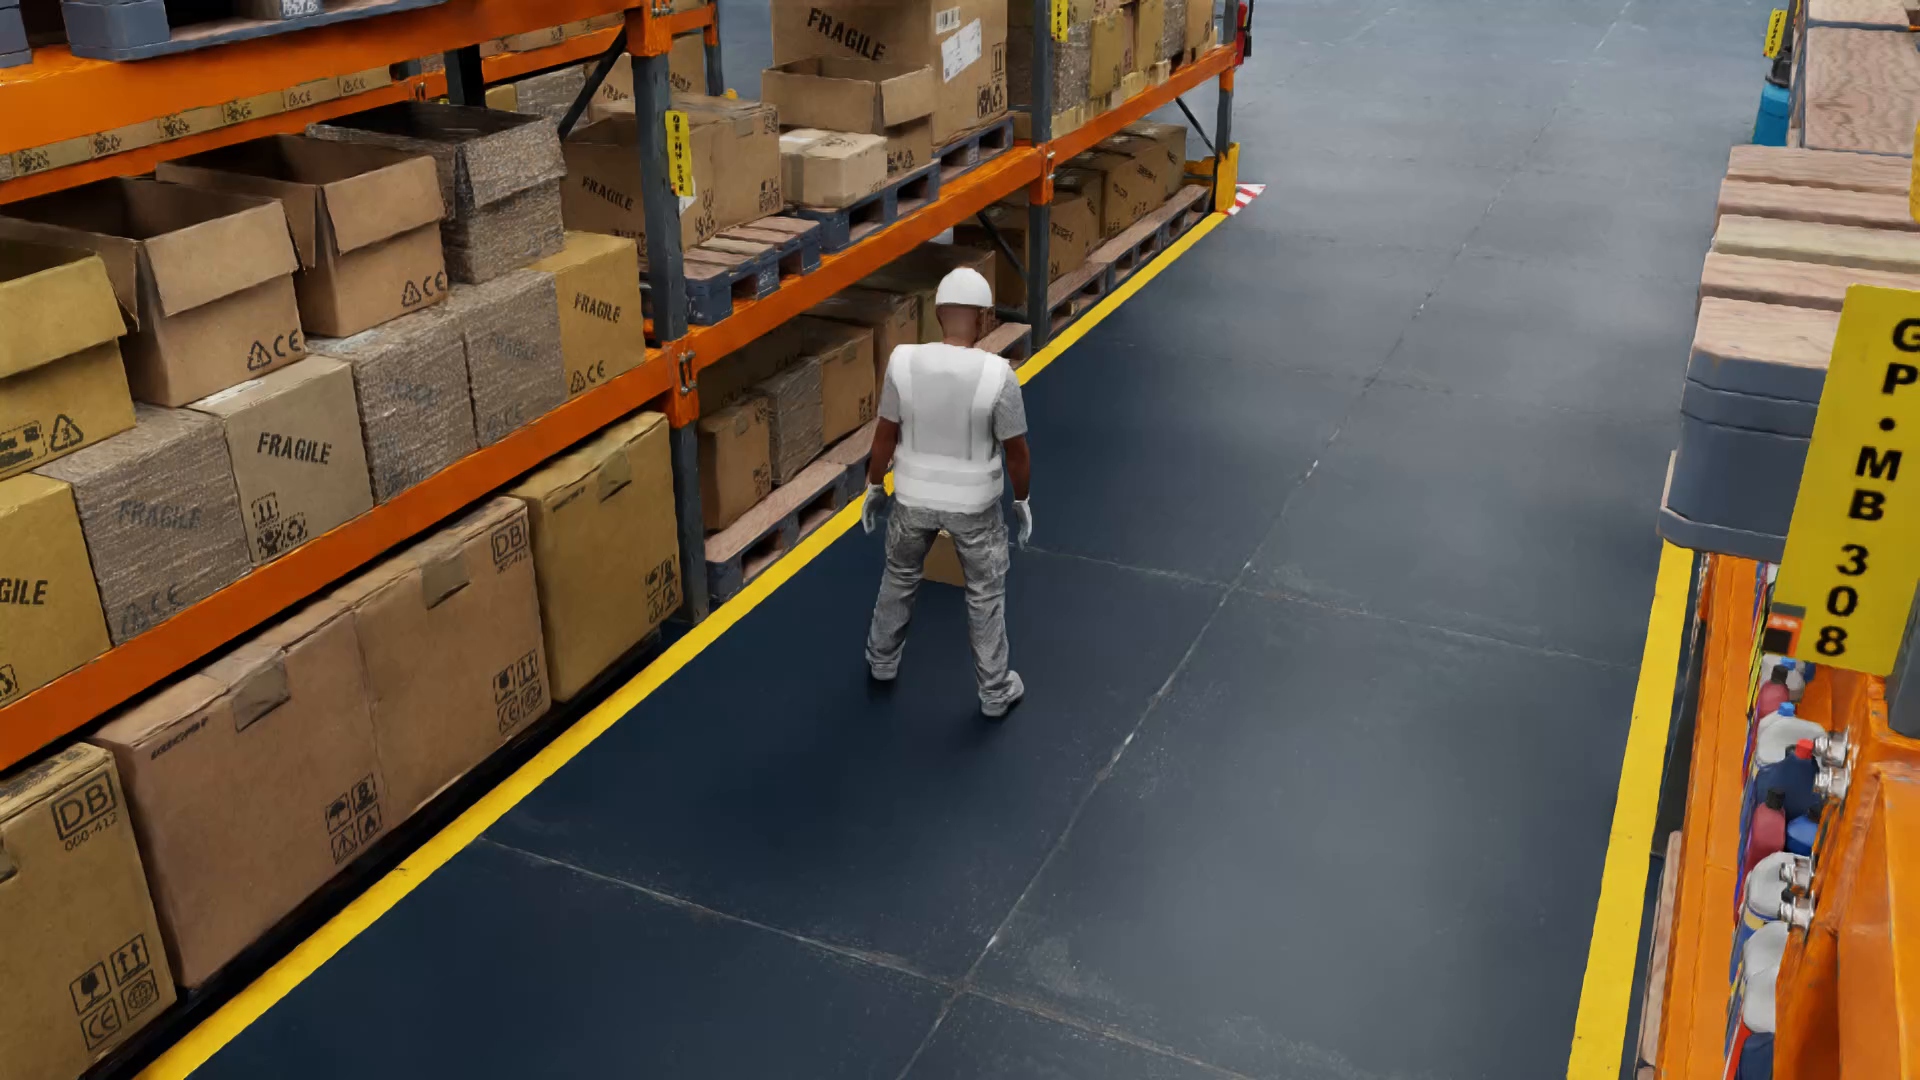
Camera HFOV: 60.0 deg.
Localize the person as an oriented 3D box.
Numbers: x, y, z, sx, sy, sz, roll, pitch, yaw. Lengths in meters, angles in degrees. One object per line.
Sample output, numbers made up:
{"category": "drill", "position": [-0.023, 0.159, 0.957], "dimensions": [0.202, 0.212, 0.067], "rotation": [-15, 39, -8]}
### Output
{"category": "person", "position": [-0.057, -0.195, 6.448], "dimensions": [0.724, 1.772, 0.471], "rotation": [6, 27, 13]}
